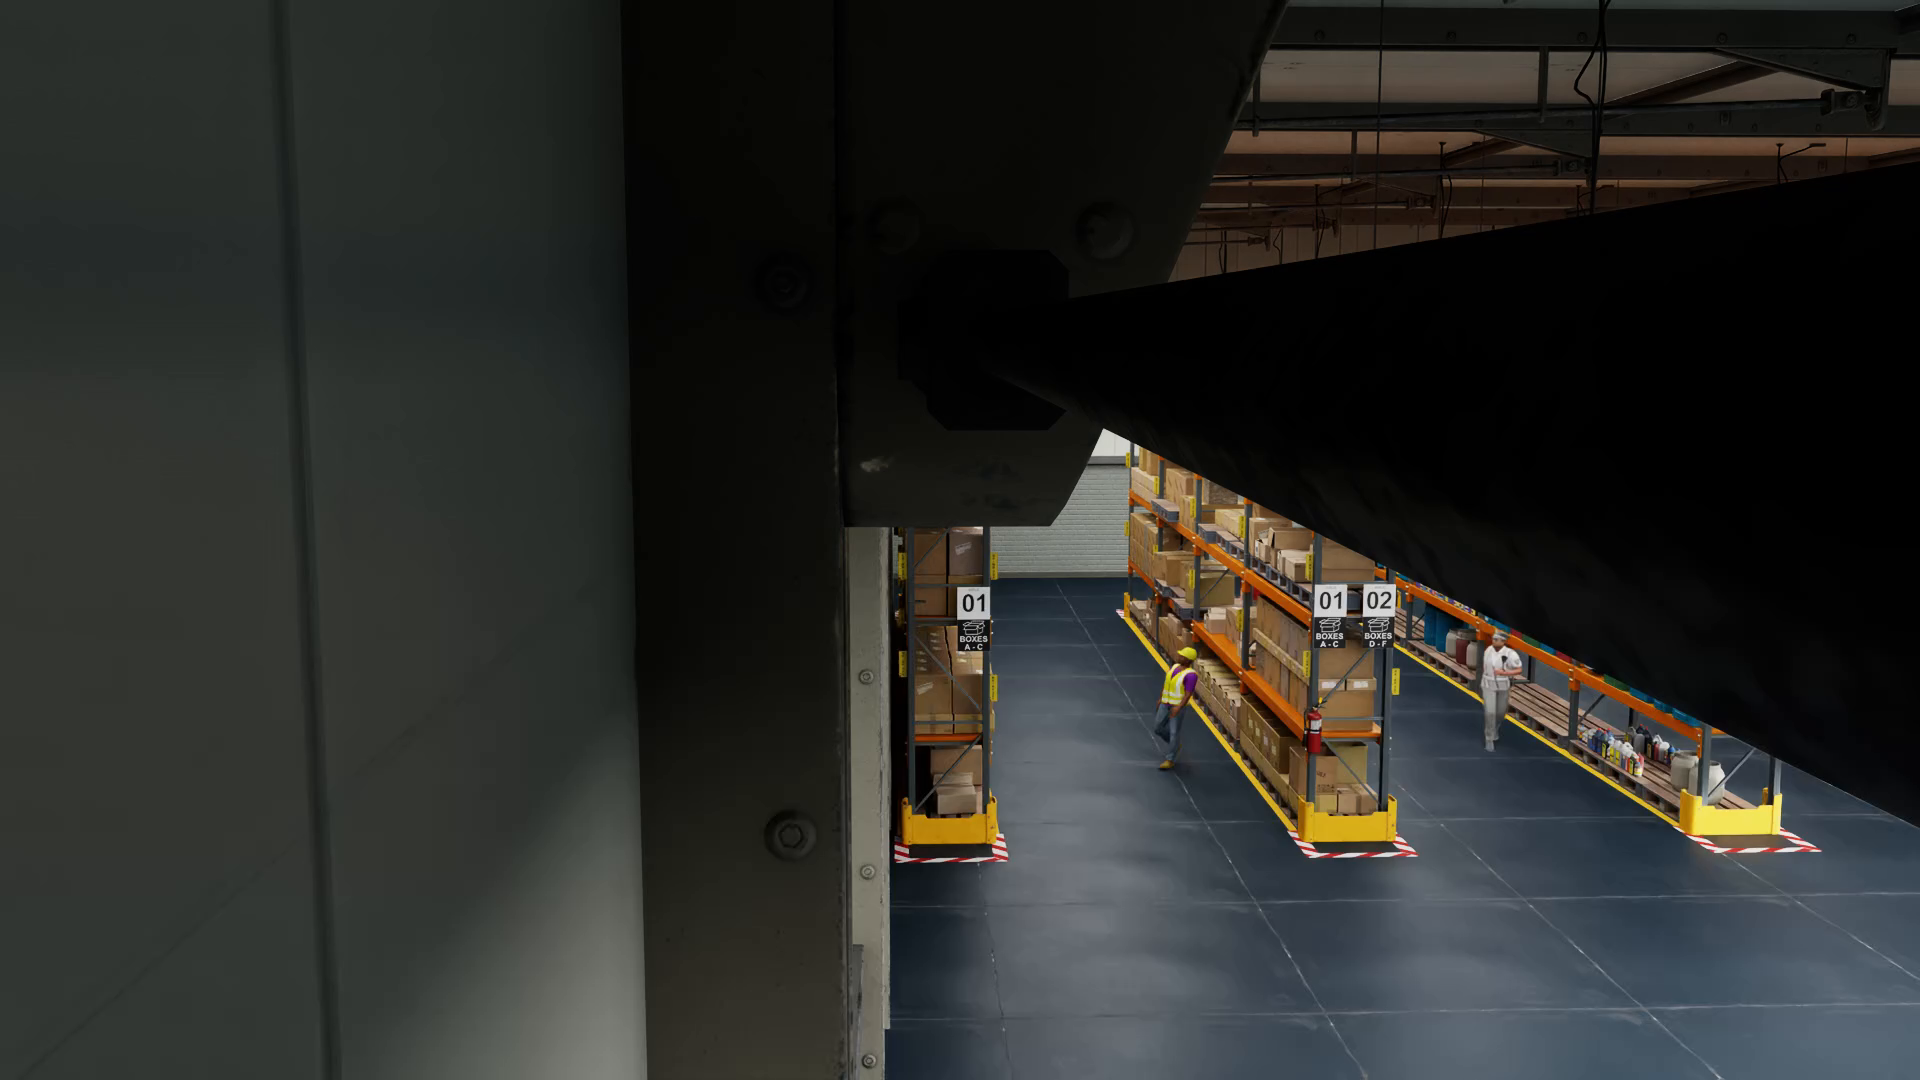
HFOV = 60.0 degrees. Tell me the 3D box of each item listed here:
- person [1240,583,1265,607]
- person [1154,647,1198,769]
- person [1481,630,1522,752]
[{"bbox_3d":[5.831,1.287,32.868,0.655,1.672,1.060,0,7,-2],"label":"person"},{"bbox_3d":[3.065,2.410,24.018,0.651,1.729,0.661,-7,10,-44],"label":"person"},{"bbox_3d":[8.160,2.247,25.169,0.543,1.833,0.846,0,7,4],"label":"person"}]
